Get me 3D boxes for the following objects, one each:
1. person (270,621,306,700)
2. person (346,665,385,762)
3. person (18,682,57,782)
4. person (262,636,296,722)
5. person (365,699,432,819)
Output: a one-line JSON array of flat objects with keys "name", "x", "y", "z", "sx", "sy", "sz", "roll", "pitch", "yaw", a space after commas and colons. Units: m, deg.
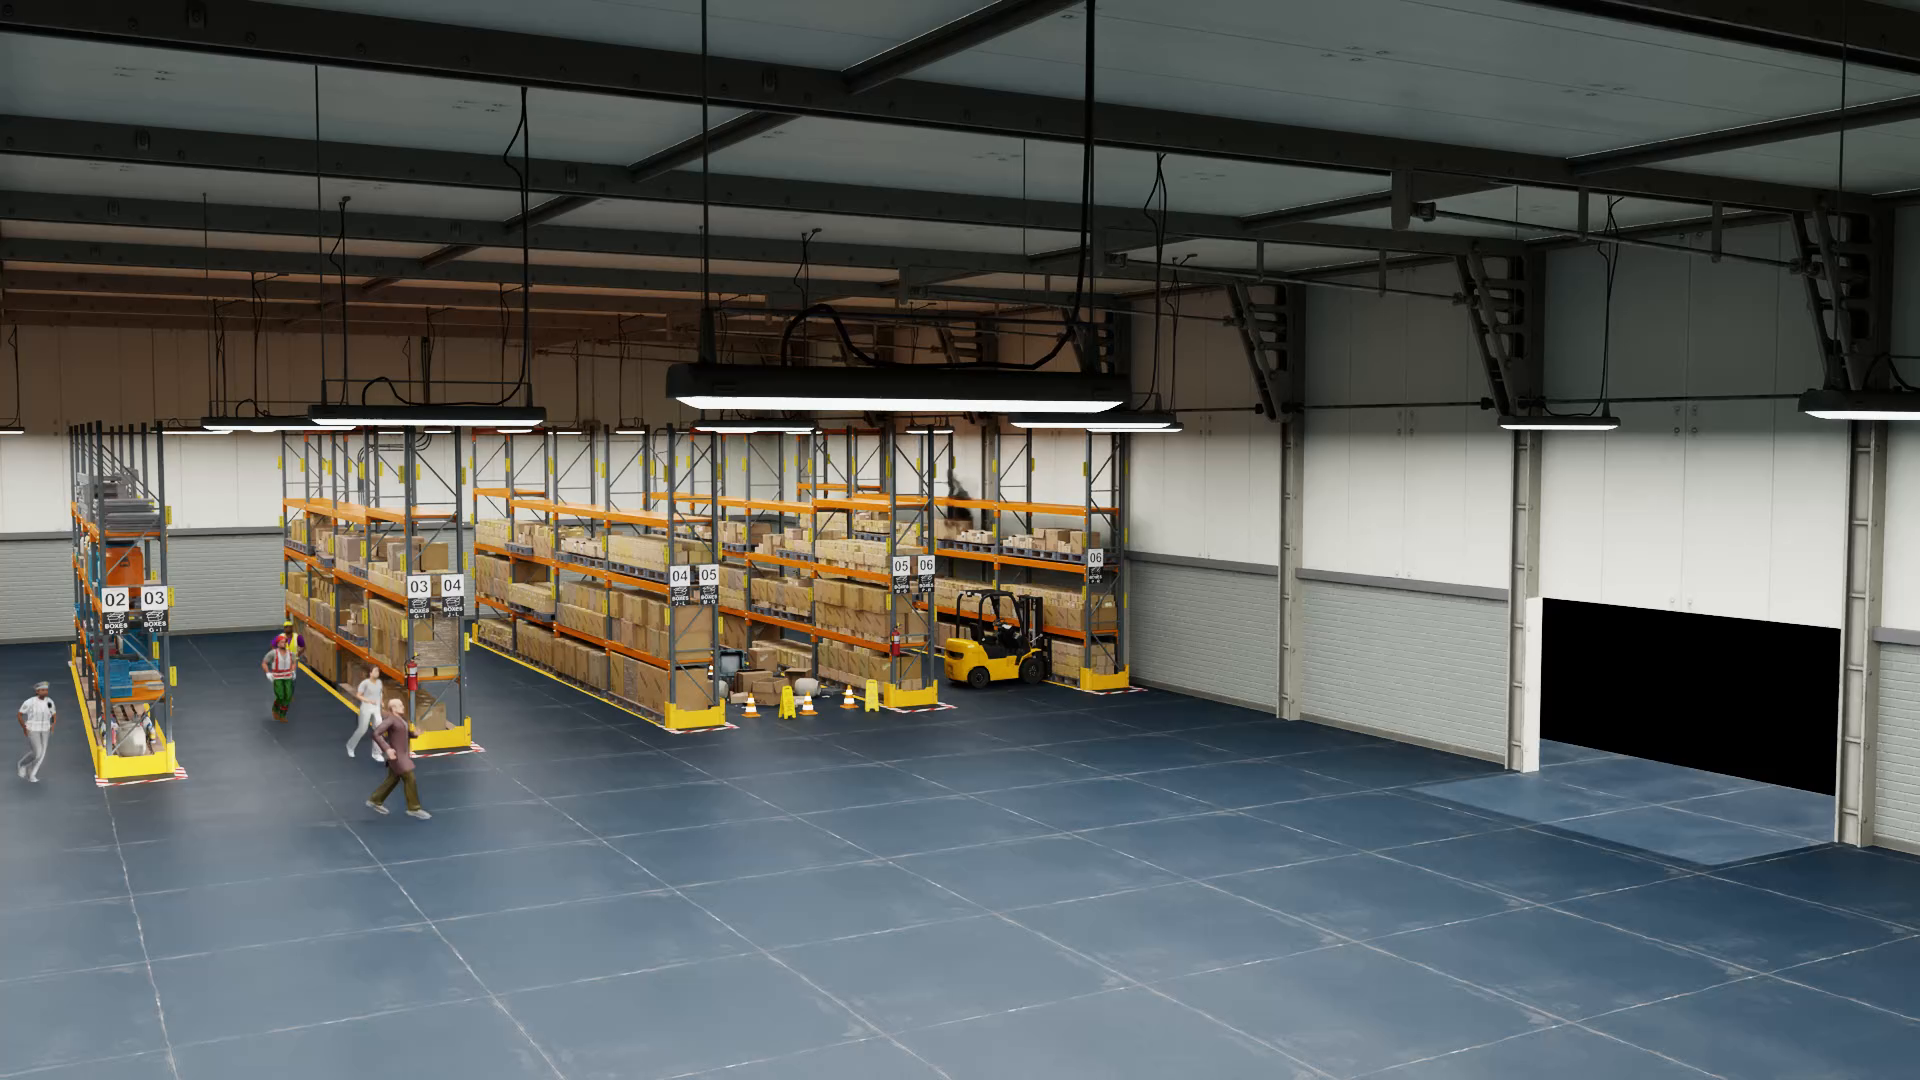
[{"name": "person", "x": -14.614, "y": 2.628, "z": 36.194, "sx": 0.730, "sy": 1.726, "sz": 0.594, "roll": -2, "pitch": 4, "yaw": -25}, {"name": "person", "x": -10.488, "y": 3.063, "z": 29.630, "sx": 0.876, "sy": 1.693, "sz": 0.610, "roll": 3, "pitch": 4, "yaw": 36}, {"name": "person", "x": -15.386, "y": 3.196, "z": 27.793, "sx": 0.528, "sy": 1.656, "sz": 0.577, "roll": 2, "pitch": 4, "yaw": 33}, {"name": "person", "x": -13.600, "y": 2.786, "z": 33.341, "sx": 0.648, "sy": 1.746, "sz": 0.531, "roll": -3, "pitch": 5, "yaw": -44}, {"name": "person", "x": -8.419, "y": 3.272, "z": 24.884, "sx": 0.996, "sy": 1.806, "sz": 0.688, "roll": 0, "pitch": 4, "yaw": -7}]
